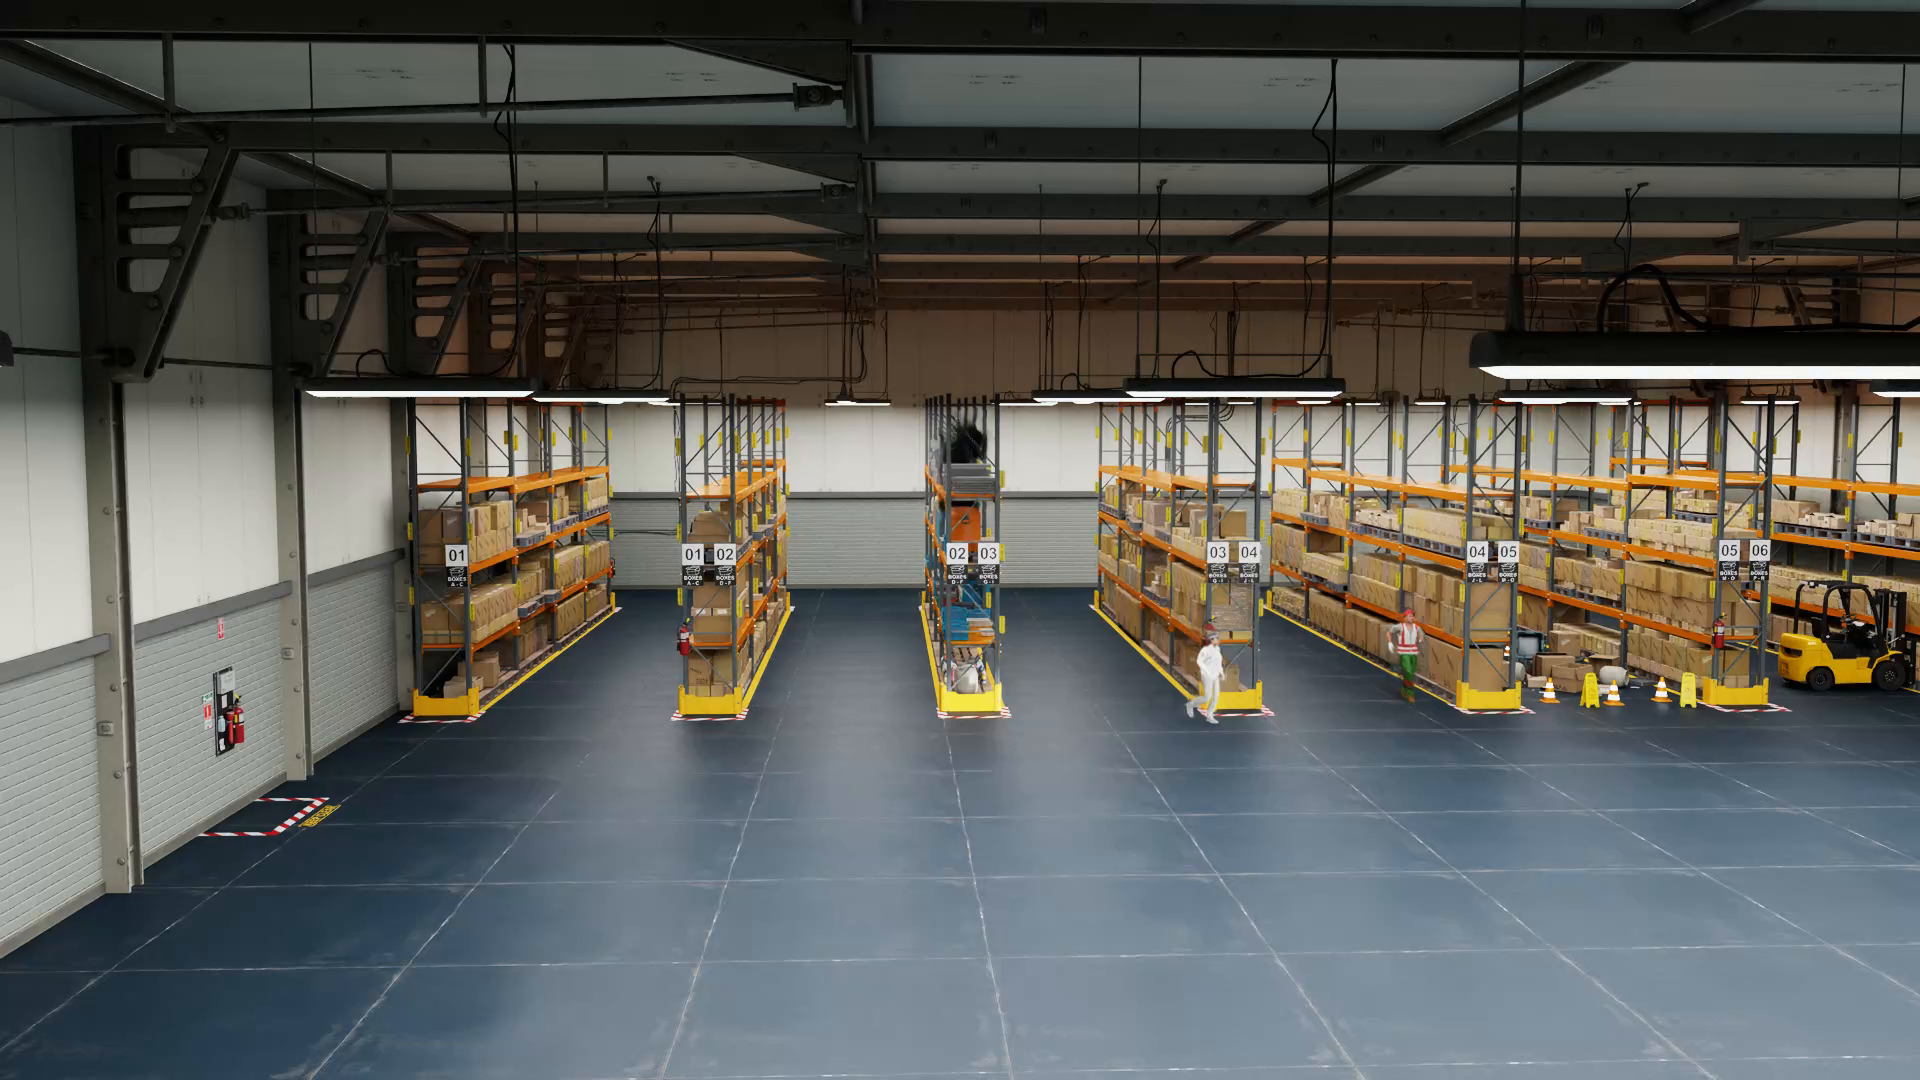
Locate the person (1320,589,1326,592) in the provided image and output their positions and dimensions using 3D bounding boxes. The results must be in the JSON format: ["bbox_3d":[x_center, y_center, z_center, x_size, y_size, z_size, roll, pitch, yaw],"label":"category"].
[{"bbox_3d":[10.974,1.077,49.211,1.000,1.604,0.654,0,5,3],"label":"person"}]

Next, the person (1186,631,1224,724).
[{"bbox_3d":[4.582,2.489,30.527,0.660,1.655,0.670,-4,6,-44],"label":"person"}]

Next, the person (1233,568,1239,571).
[{"bbox_3d":[7.941,1.023,48.528,0.811,1.722,0.872,4,6,43],"label":"person"}]

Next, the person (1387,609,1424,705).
[{"bbox_3d":[8.786,2.265,32.598,0.671,1.806,0.903,-1,5,-11],"label":"person"}]
